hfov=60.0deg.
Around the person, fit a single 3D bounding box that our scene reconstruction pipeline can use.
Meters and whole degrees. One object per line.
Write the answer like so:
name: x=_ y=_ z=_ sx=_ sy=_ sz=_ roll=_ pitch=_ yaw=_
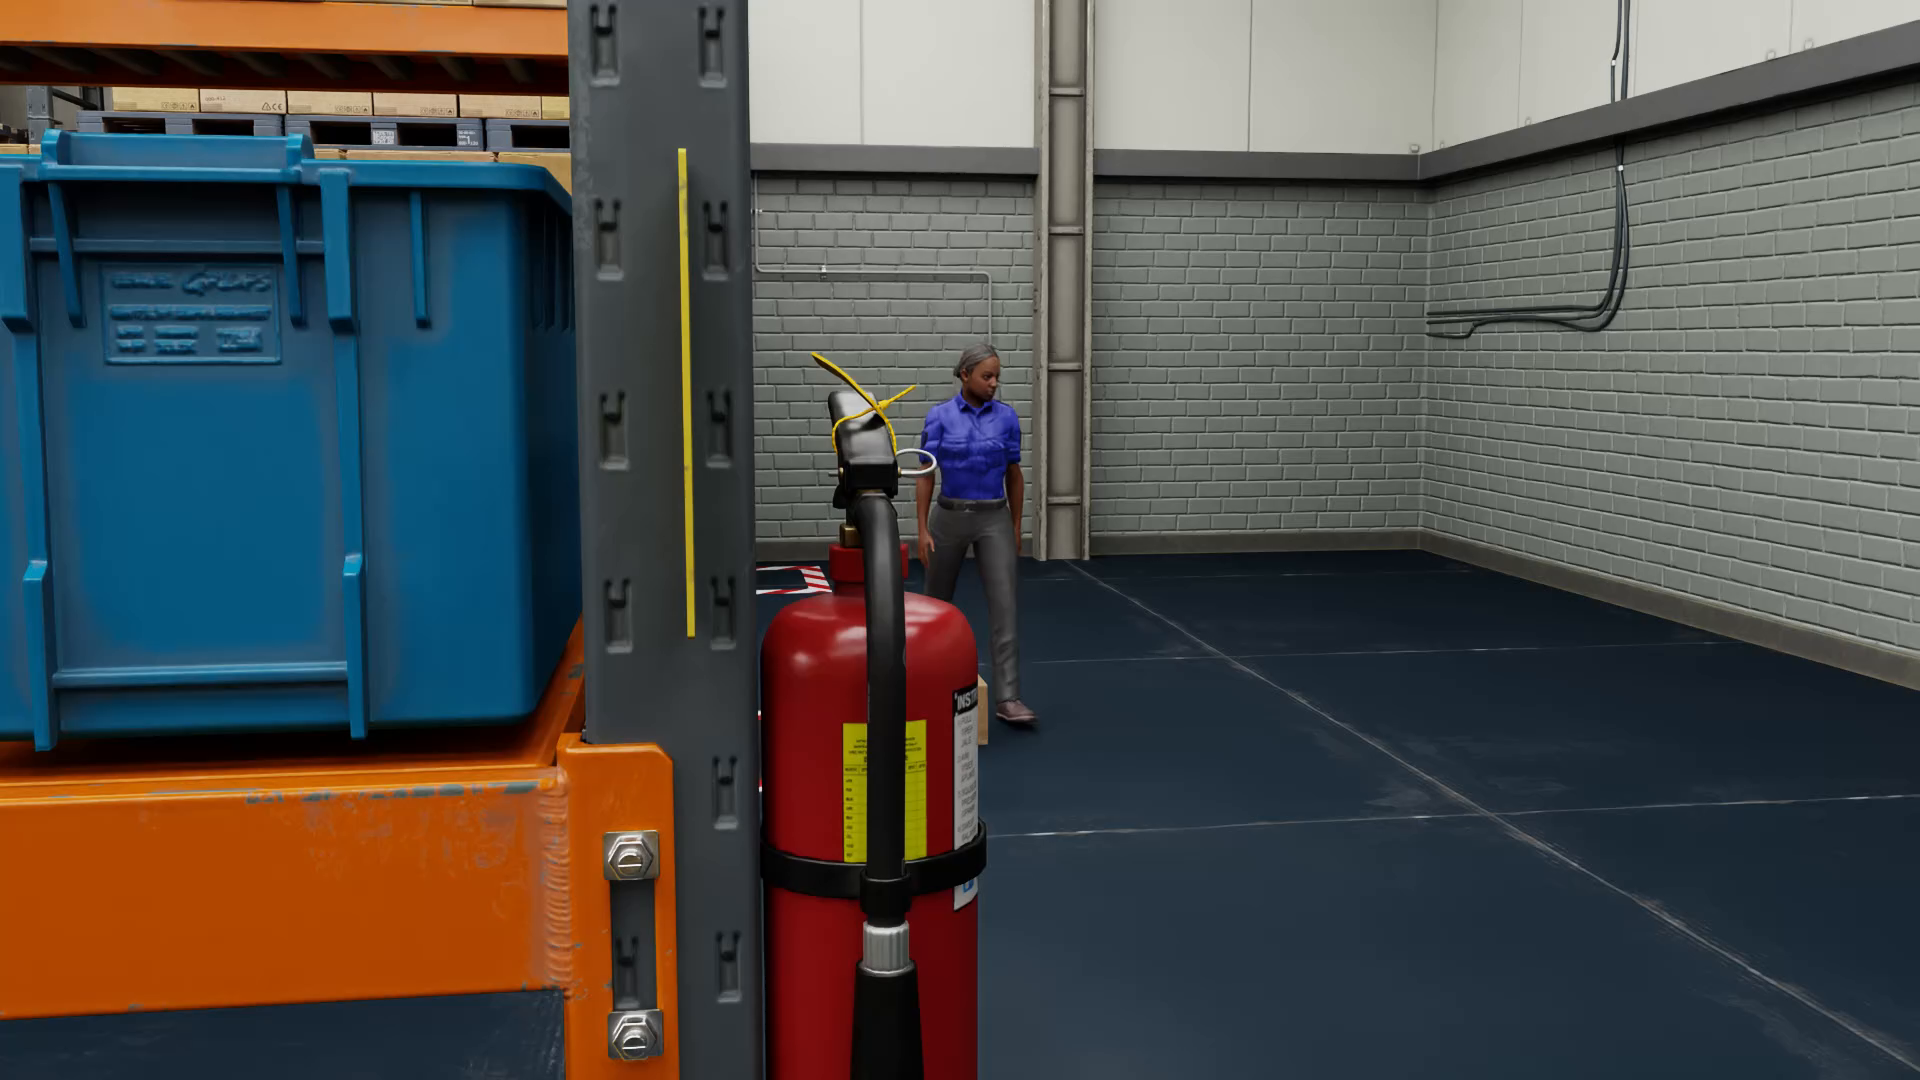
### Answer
person: x=0.007 y=-0.046 z=7.314 sx=0.575 sy=1.638 sz=0.721 roll=-1 pitch=7 yaw=-4
